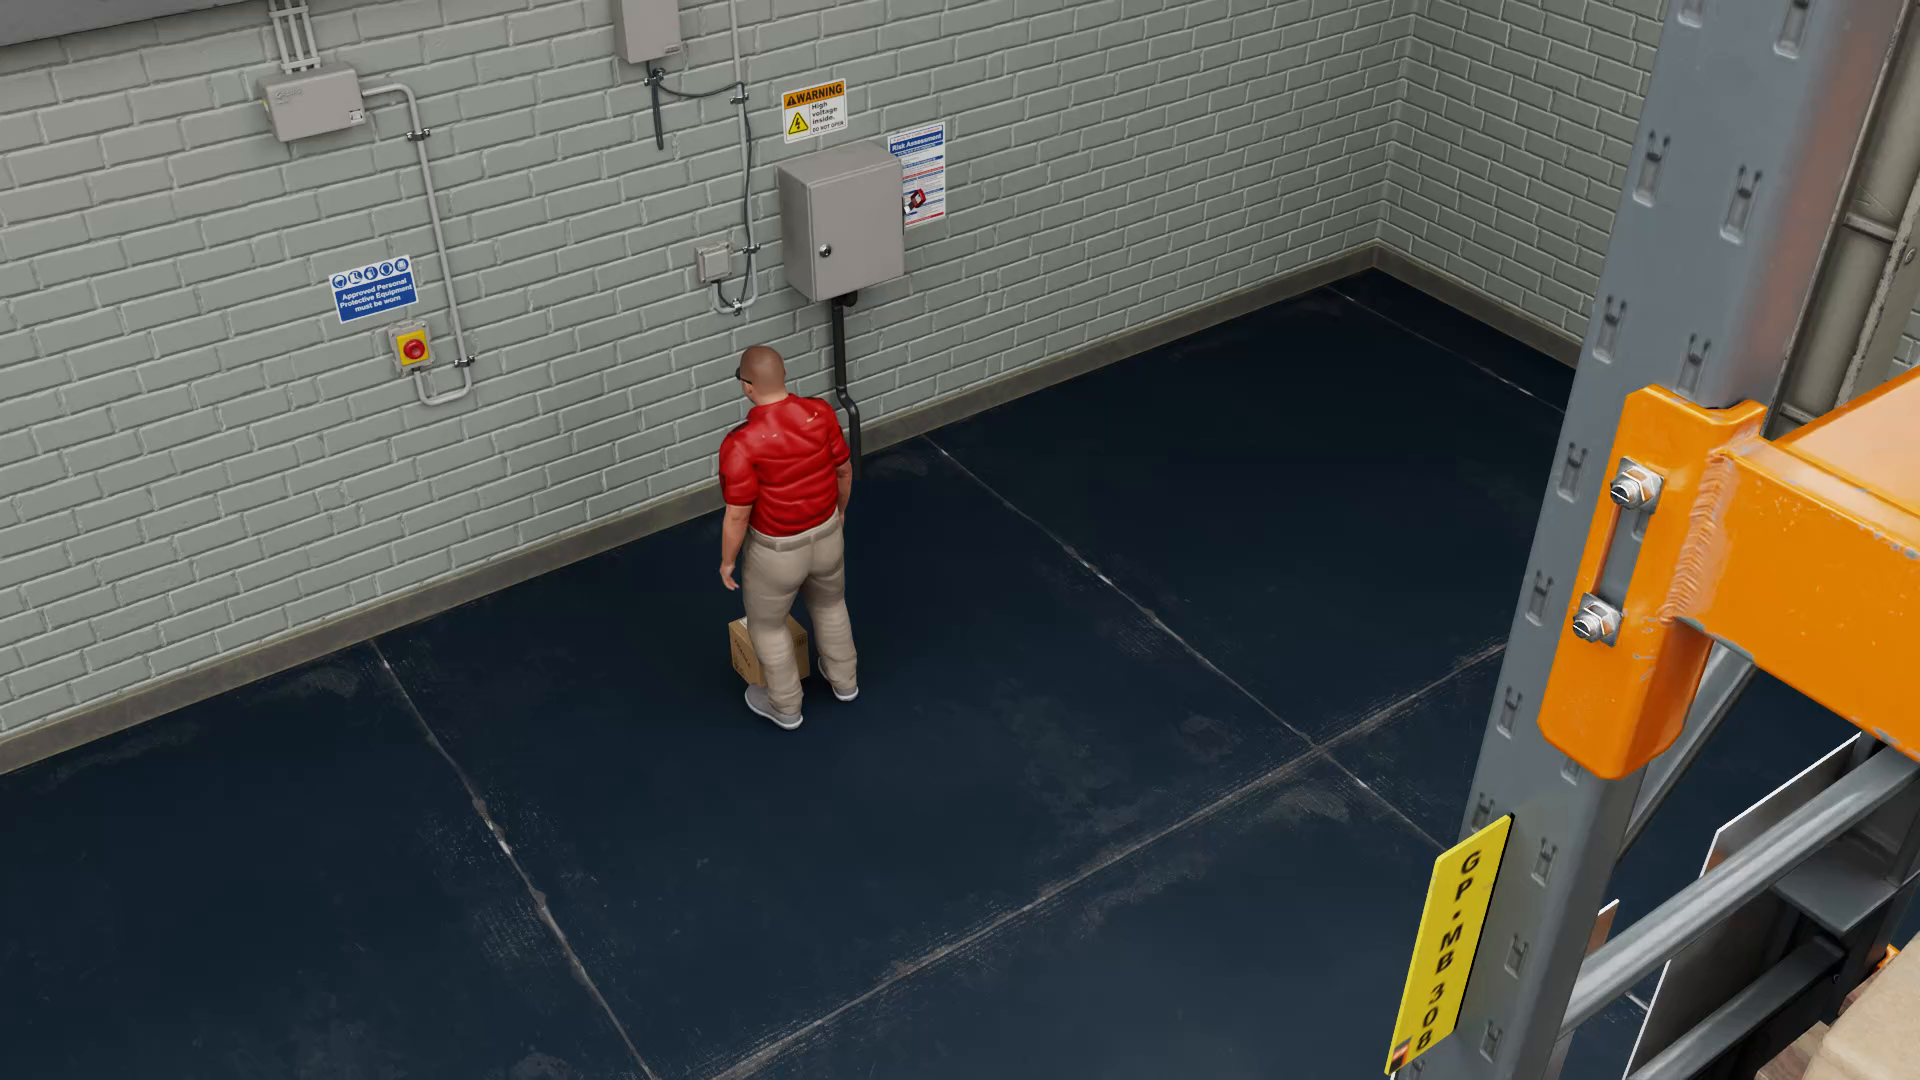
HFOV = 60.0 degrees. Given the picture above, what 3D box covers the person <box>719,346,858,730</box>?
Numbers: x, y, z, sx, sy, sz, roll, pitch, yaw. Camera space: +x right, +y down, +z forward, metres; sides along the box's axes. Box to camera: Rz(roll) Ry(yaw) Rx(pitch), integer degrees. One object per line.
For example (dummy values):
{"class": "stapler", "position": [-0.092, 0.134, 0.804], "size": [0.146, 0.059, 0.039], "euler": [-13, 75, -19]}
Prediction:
{"class": "person", "position": [-0.685, 0.004, 6.653], "size": [0.603, 1.728, 0.384], "euler": [-24, 43, -29]}
